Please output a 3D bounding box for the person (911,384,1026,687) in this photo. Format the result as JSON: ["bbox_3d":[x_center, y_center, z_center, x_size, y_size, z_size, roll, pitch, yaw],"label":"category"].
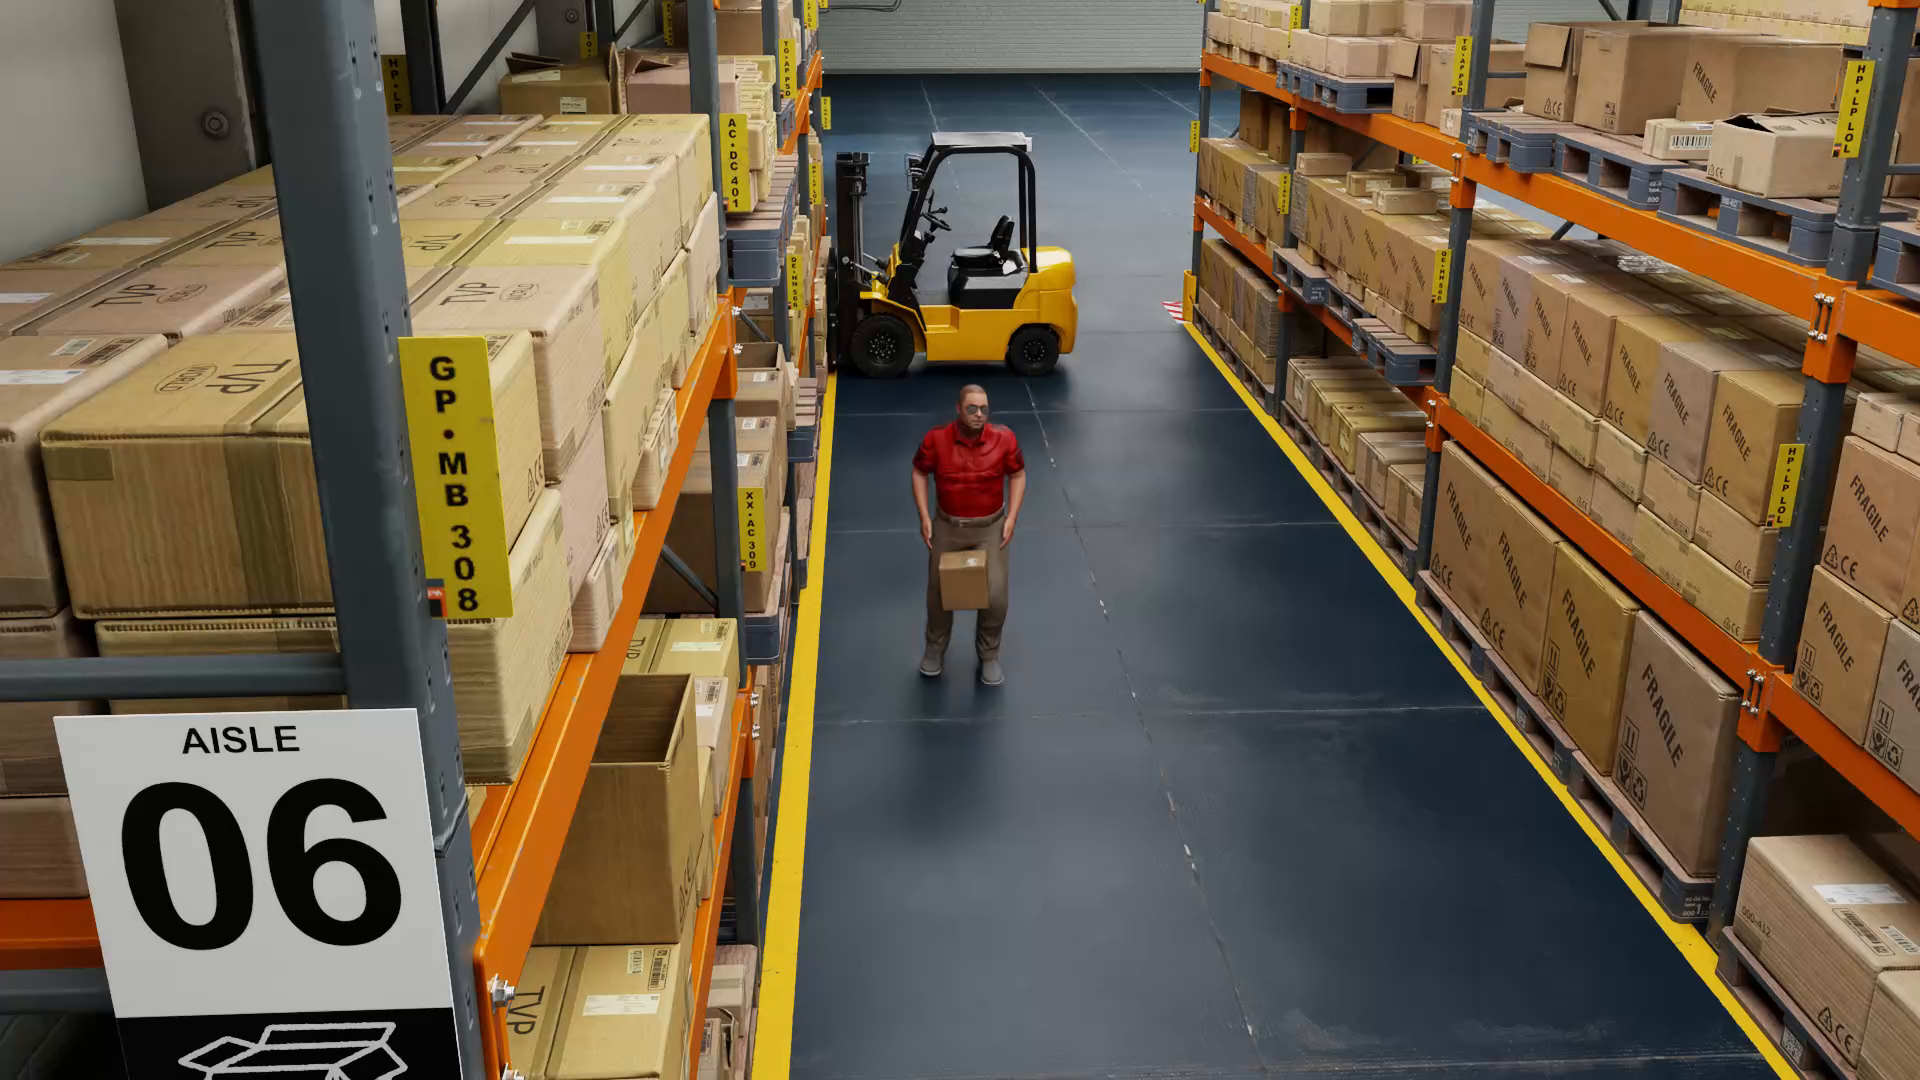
[{"bbox_3d":[0.043,-0.044,9.253,0.641,1.709,0.440,1,20,3],"label":"person"}]
